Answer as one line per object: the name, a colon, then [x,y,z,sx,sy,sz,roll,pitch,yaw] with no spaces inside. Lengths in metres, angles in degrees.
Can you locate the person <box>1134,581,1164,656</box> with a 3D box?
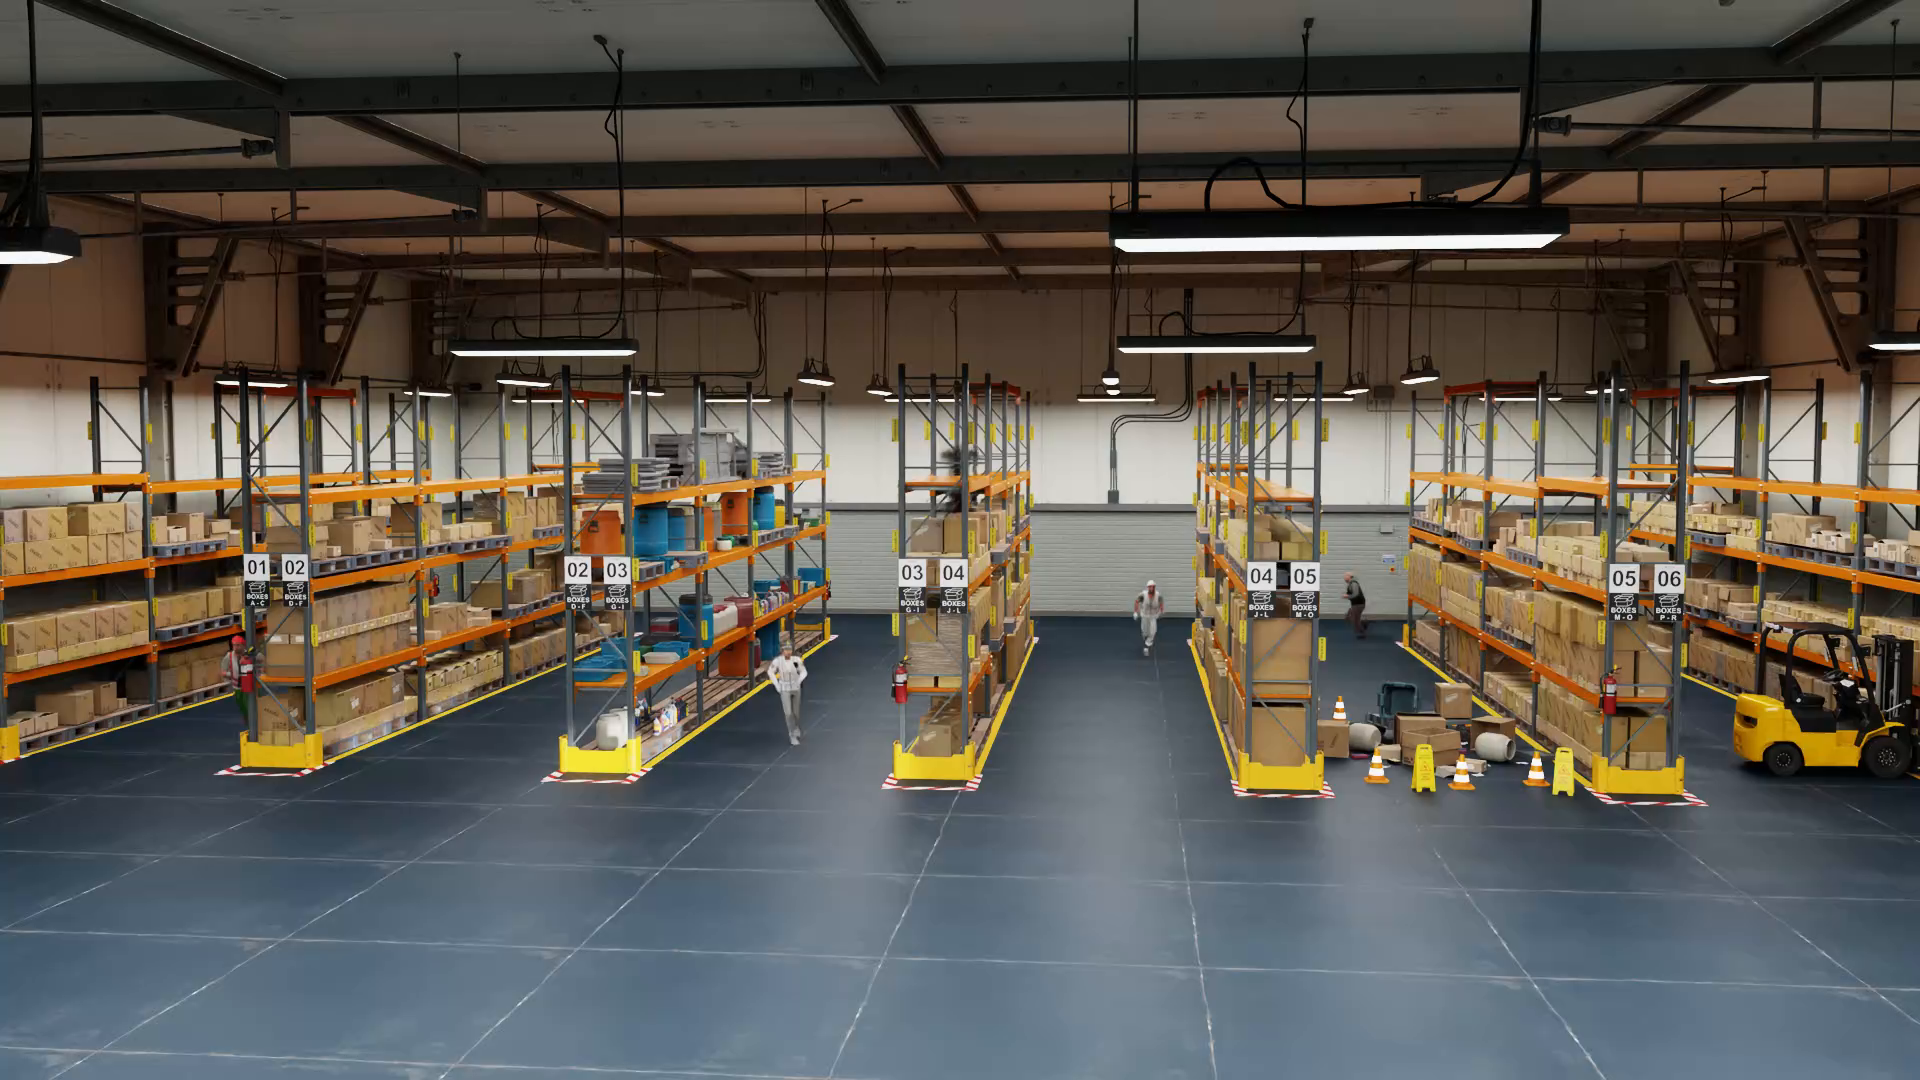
person: [4.255,1.749,37.444,0.657,1.713,0.705,-1,4,-8]

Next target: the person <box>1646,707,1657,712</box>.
person: [11.907,2.410,28.905,0.607,1.496,0.765,-1,4,-12]

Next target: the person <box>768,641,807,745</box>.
person: [-2.783,2.433,26.875,0.636,1.664,0.836,-1,4,-10]

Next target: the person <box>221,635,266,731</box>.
person: [-11.621,2.389,27.021,0.618,1.723,0.972,0,4,-1]

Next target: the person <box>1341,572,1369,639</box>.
person: [9.614,1.595,40.477,0.720,1.652,0.660,0,4,4]
